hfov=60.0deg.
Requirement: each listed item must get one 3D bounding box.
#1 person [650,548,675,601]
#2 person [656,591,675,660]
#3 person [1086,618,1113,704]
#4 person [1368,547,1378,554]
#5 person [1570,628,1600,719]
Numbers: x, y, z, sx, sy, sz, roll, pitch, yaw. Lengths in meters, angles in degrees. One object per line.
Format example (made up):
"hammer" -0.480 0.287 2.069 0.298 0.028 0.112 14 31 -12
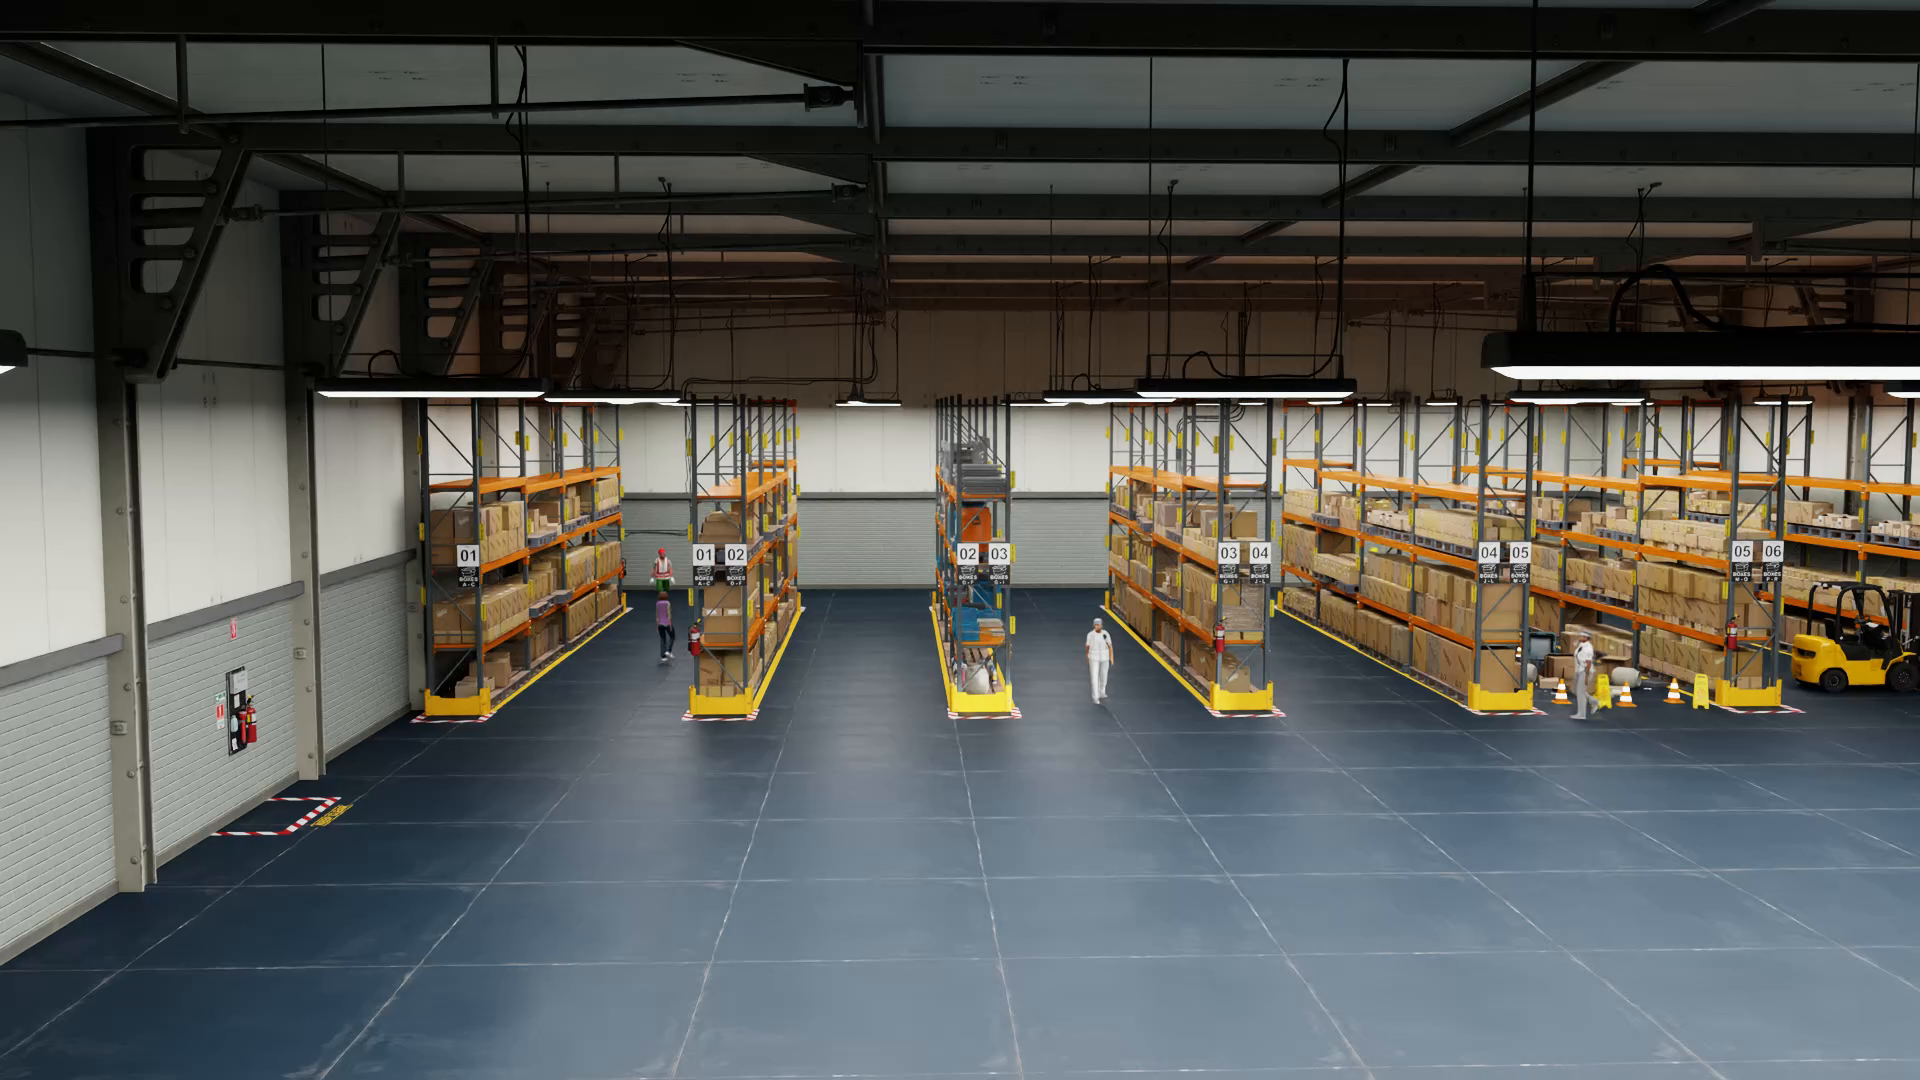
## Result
"person" -8.414 1.129 47.131 0.651 1.777 0.897 -2 5 -22
"person" -6.706 1.949 37.755 0.454 1.569 0.425 1 5 7
"person" 2.732 2.337 32.506 0.506 1.617 0.950 0 5 -3
"person" 11.790 1.099 47.585 0.655 1.777 0.599 3 5 32
"person" 11.560 2.455 30.661 0.619 1.670 0.455 0 5 -3
